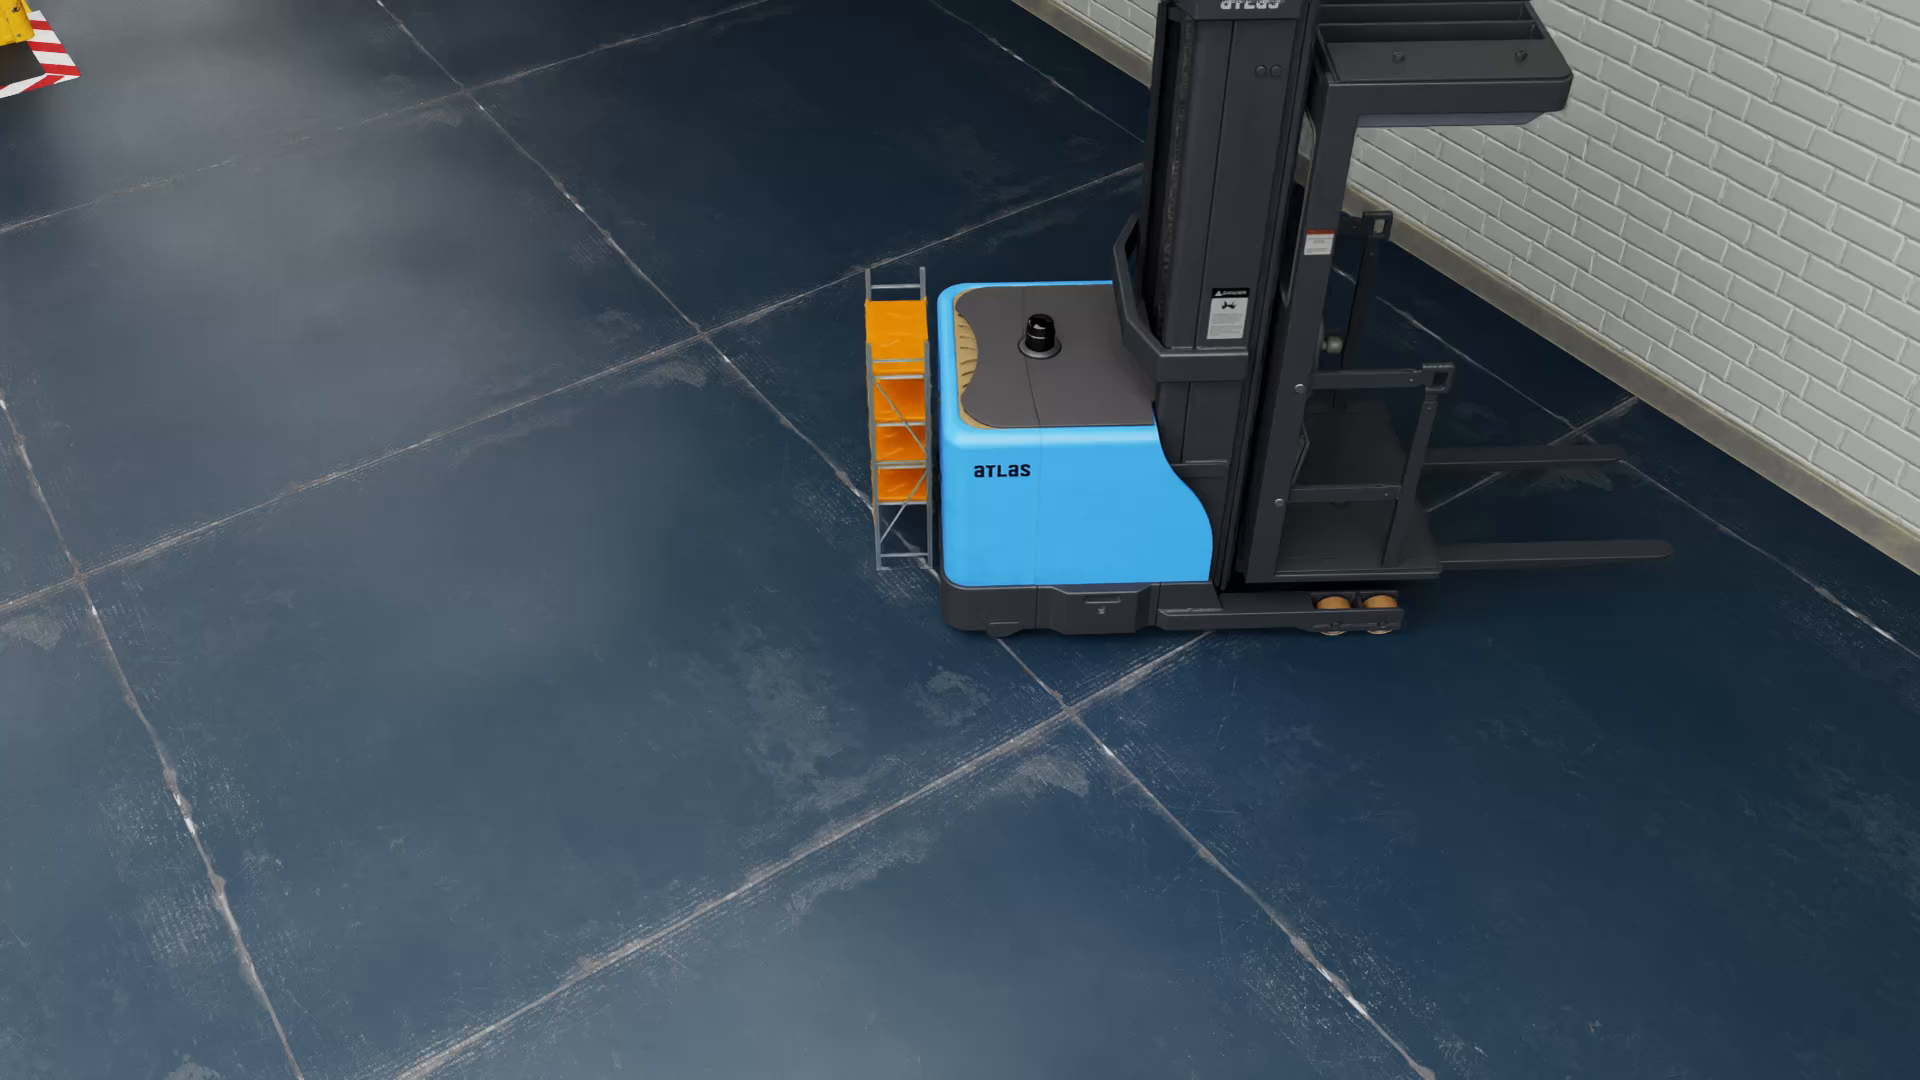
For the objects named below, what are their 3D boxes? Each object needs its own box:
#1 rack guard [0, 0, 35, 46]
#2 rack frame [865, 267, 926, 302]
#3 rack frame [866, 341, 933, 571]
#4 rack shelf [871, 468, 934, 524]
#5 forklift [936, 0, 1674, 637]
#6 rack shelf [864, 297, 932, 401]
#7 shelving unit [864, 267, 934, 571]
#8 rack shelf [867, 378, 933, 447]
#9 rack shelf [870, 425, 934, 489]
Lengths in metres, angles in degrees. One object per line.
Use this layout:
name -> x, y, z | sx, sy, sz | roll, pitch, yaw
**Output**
rack guard -> -6.459, -3.249, 10.282 | 1.175, 0.500, 0.348 | -26, 49, -24
rack frame -> -0.259, -0.648, 7.050 | 0.240, 1.200, 0.015 | -2, 44, -2
rack frame -> -0.236, -0.311, 6.698 | 0.240, 1.200, 0.015 | -2, 44, -2
rack shelf -> -0.247, -0.287, 7.058 | 0.258, 0.148, 0.480 | -2, 44, -2
forklift -> 1.423, -1.036, 6.204 | 3.031, 2.935, 1.130 | -1, 44, -1
rack shelf -> -0.247, -0.763, 6.603 | 0.258, 0.148, 0.480 | -2, 44, -2
shelving unit -> -0.247, -0.479, 6.874 | 0.258, 1.200, 0.503 | -2, 44, -2
rack shelf -> -0.247, -0.592, 6.766 | 0.258, 0.148, 0.480 | -2, 44, -2
rack shelf -> -0.247, -0.431, 6.921 | 0.258, 0.148, 0.480 | -2, 44, -2
